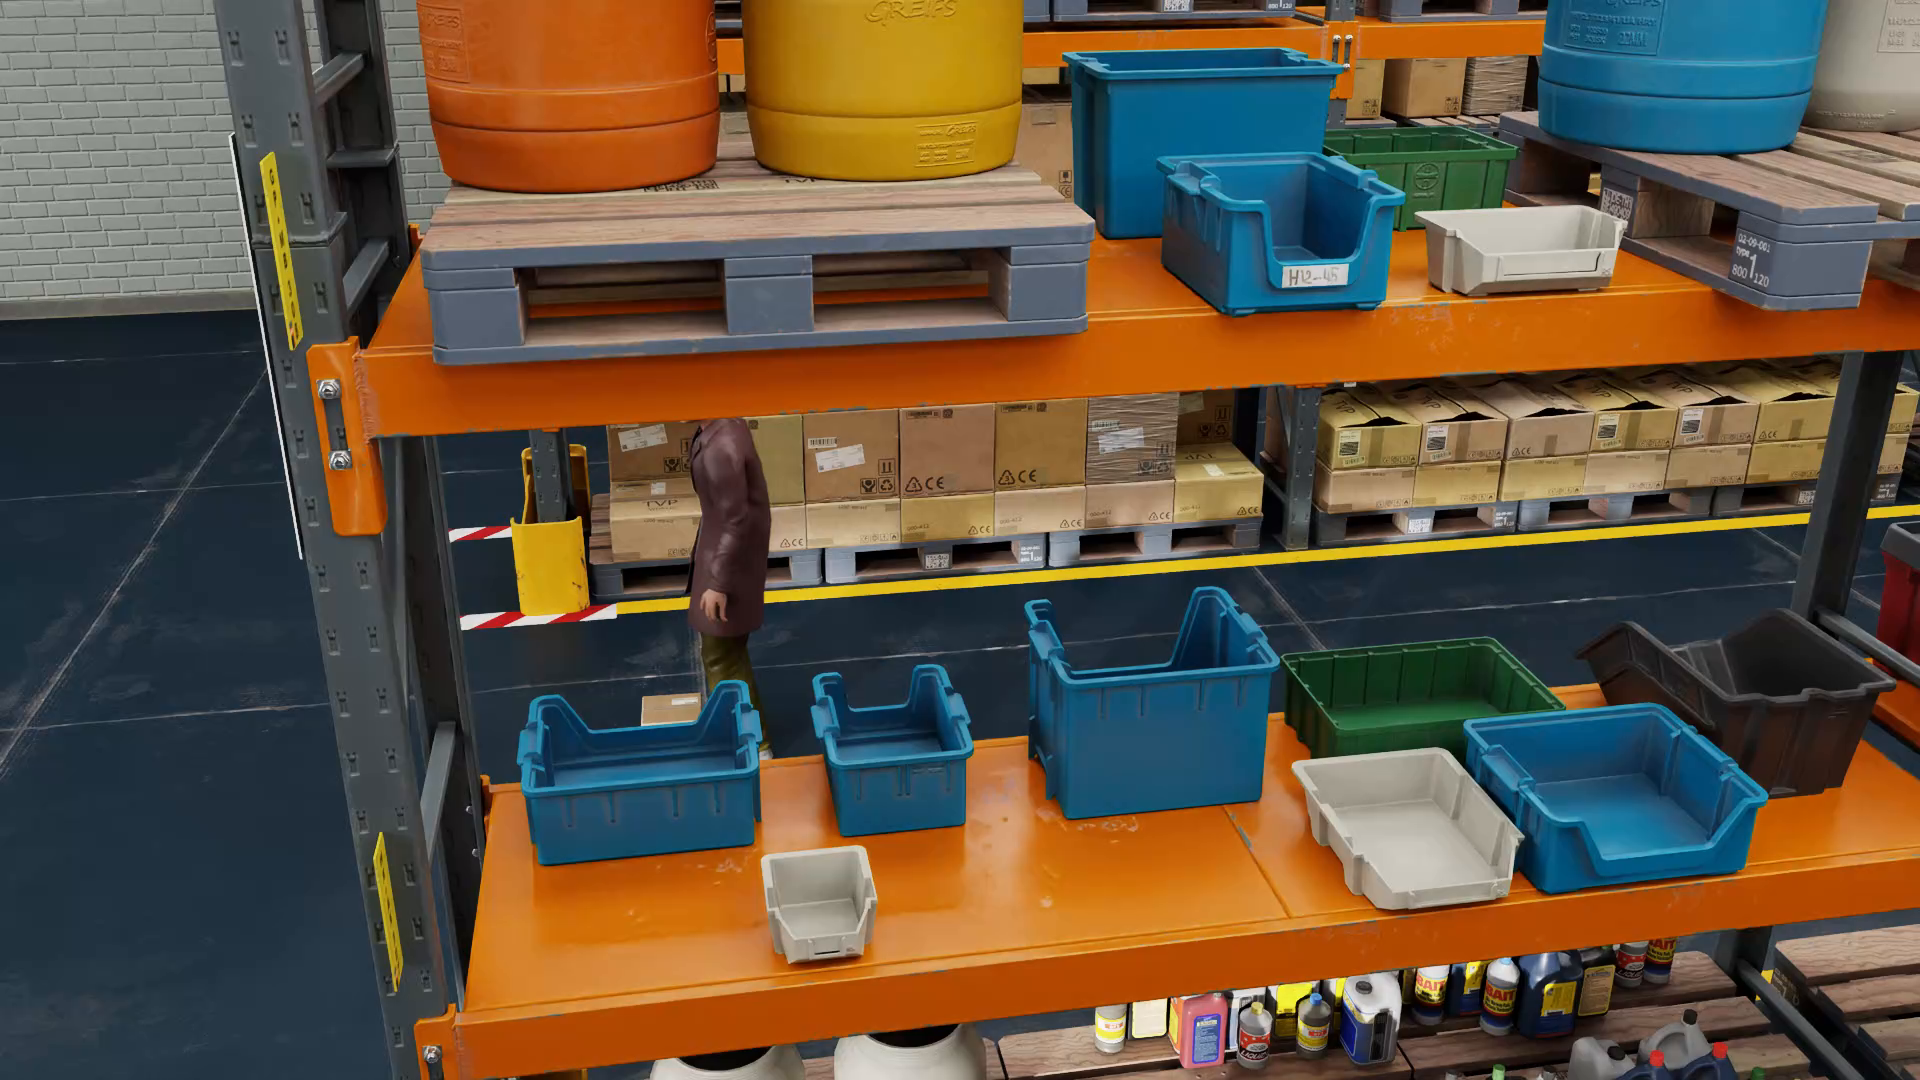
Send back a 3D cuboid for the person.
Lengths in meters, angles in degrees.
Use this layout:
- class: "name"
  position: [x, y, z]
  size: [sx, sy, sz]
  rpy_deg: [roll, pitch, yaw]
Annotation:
- class: "person"
  position: [-0.985, 0.104, 6.869]
  size: [0.427, 1.774, 0.644]
  rpy_deg: [-4, 23, -9]
